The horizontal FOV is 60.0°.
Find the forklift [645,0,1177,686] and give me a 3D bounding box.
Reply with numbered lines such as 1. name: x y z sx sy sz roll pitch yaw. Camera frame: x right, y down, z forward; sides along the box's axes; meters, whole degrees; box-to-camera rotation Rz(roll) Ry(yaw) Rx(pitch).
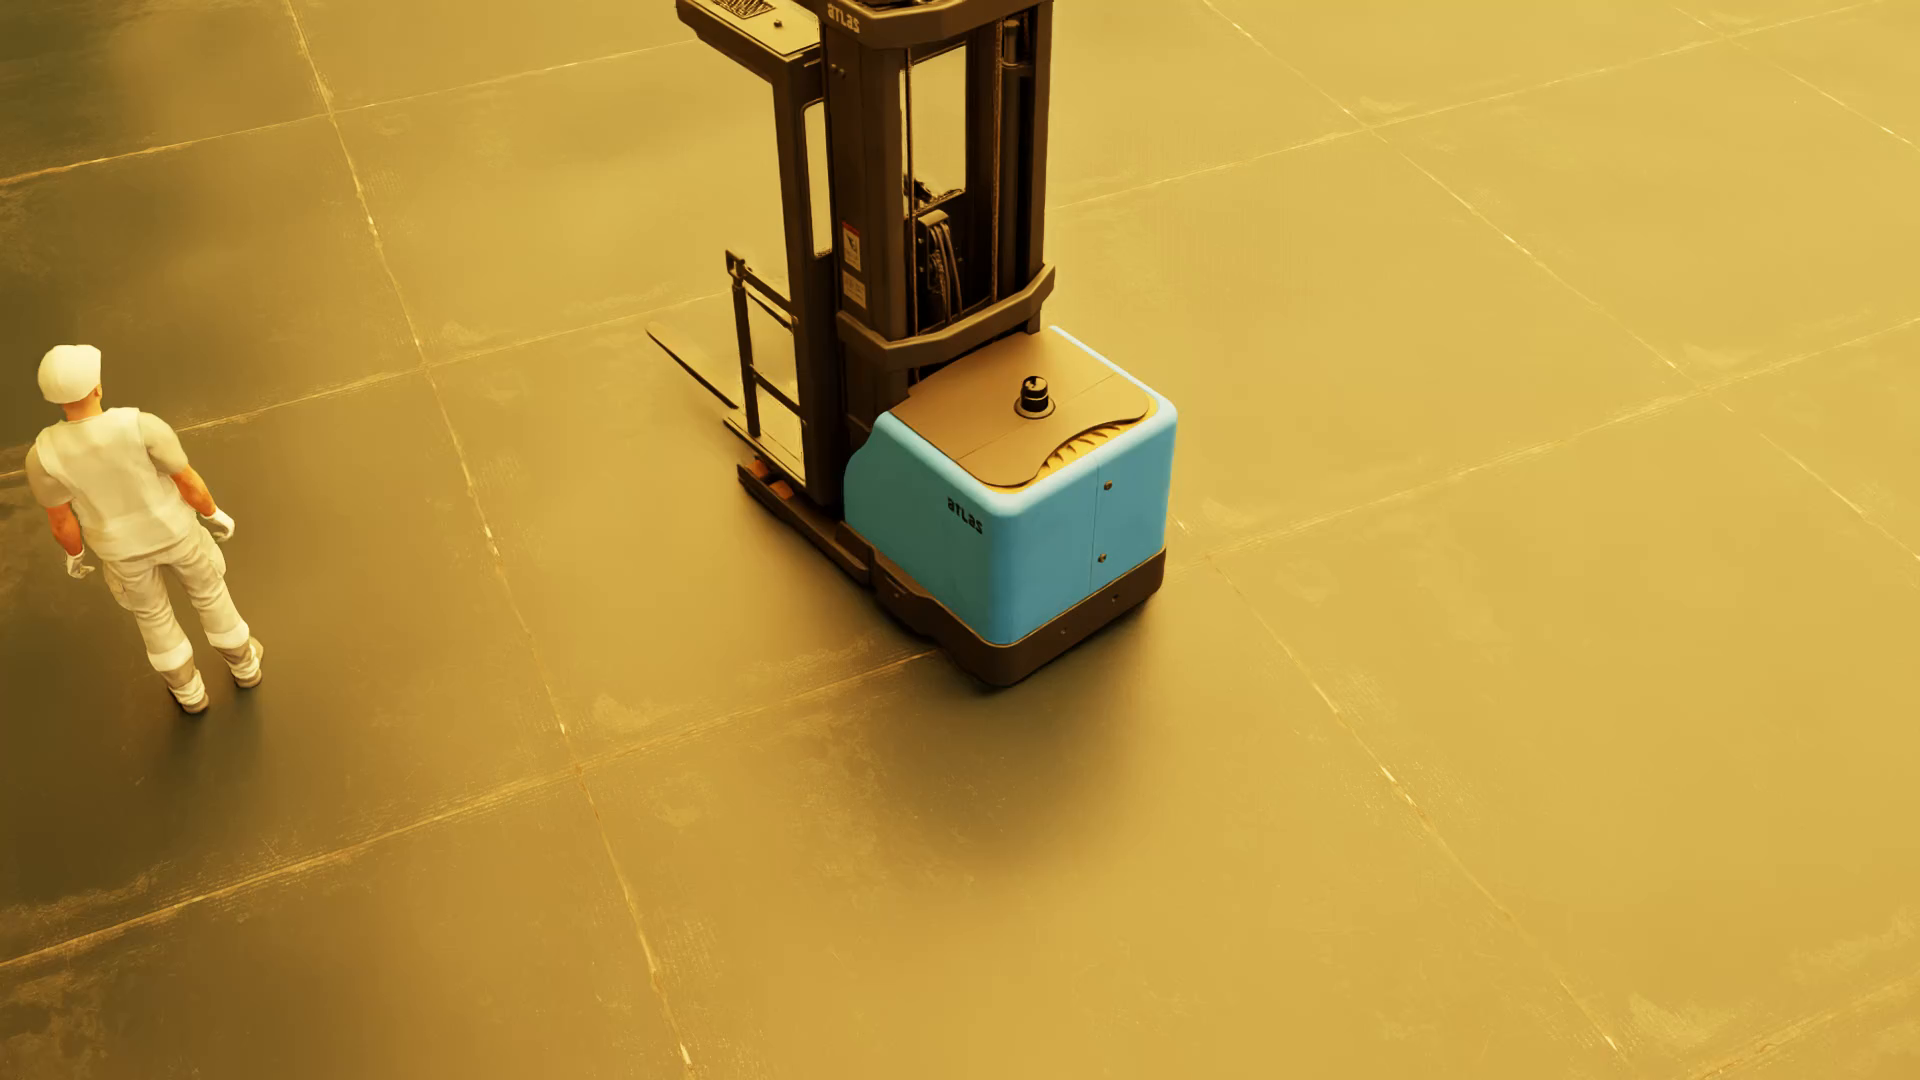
1. forklift: -0.420 -1.389 7.168 1.130 2.935 3.031 -30 51 -28

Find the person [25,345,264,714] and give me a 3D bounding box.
1. person: -3.214 -0.043 6.565 0.626 1.794 0.383 -18 46 -18
